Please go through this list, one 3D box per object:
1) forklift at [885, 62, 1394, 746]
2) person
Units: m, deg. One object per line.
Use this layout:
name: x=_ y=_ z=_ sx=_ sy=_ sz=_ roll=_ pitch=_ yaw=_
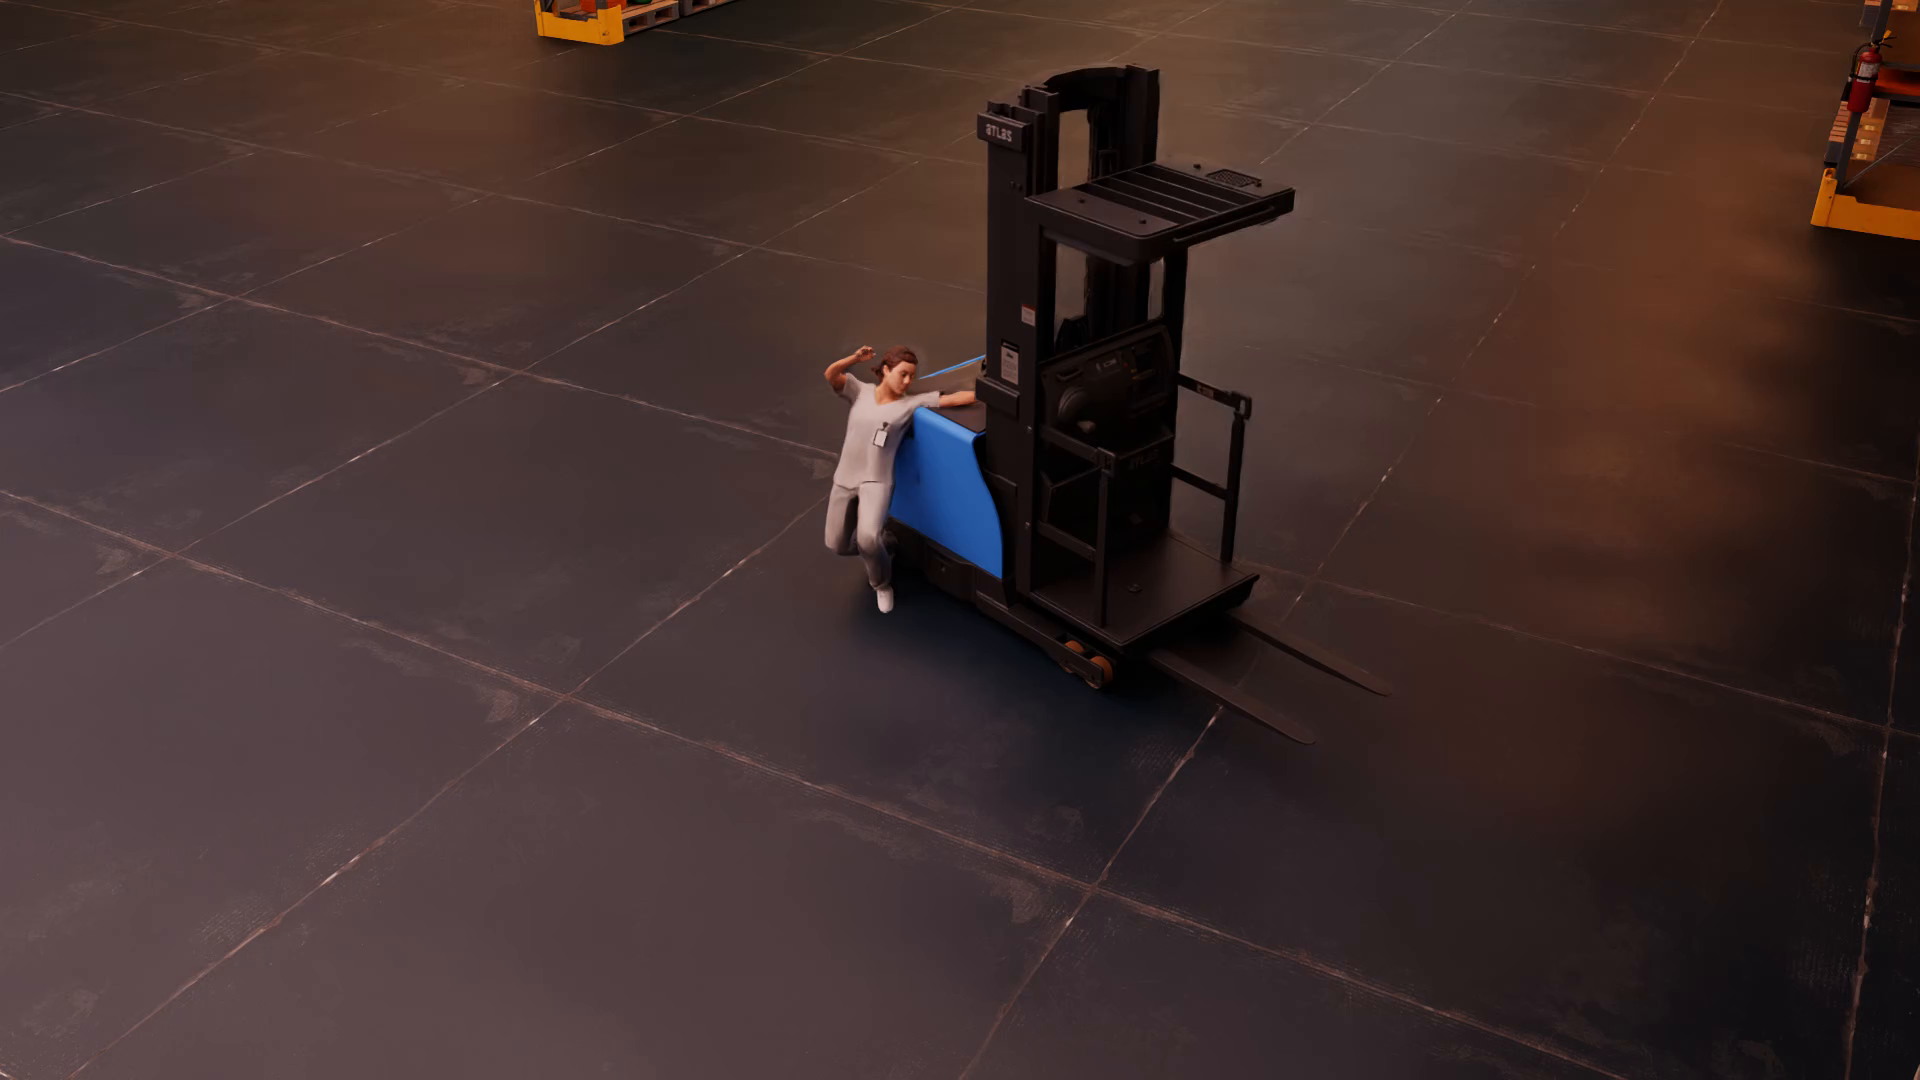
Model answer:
forklift: x=0.908 y=-0.783 z=8.427 sx=1.130 sy=2.935 sz=3.031 roll=-24 pitch=38 yaw=-35
person: x=-0.292 y=-0.333 z=9.078 sx=0.987 sy=1.538 sz=0.801 roll=14 pitch=33 yaw=23
